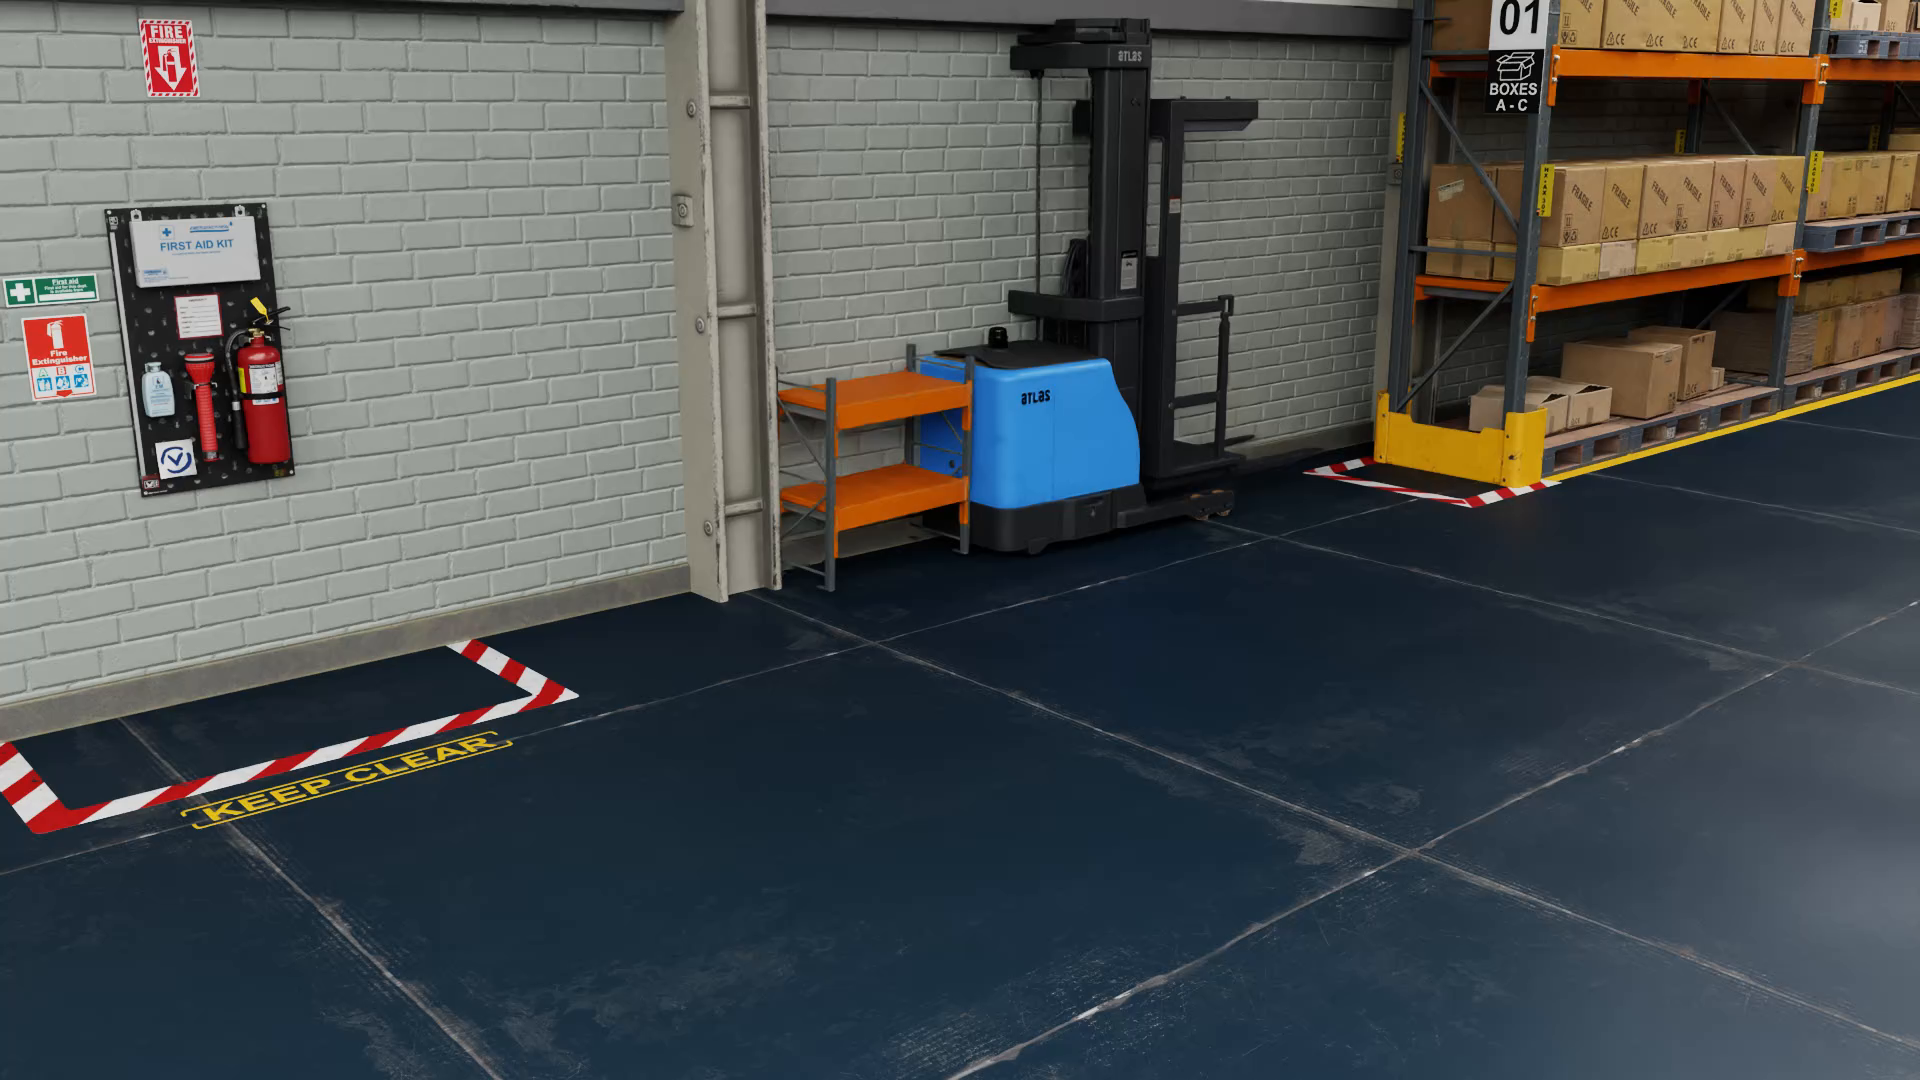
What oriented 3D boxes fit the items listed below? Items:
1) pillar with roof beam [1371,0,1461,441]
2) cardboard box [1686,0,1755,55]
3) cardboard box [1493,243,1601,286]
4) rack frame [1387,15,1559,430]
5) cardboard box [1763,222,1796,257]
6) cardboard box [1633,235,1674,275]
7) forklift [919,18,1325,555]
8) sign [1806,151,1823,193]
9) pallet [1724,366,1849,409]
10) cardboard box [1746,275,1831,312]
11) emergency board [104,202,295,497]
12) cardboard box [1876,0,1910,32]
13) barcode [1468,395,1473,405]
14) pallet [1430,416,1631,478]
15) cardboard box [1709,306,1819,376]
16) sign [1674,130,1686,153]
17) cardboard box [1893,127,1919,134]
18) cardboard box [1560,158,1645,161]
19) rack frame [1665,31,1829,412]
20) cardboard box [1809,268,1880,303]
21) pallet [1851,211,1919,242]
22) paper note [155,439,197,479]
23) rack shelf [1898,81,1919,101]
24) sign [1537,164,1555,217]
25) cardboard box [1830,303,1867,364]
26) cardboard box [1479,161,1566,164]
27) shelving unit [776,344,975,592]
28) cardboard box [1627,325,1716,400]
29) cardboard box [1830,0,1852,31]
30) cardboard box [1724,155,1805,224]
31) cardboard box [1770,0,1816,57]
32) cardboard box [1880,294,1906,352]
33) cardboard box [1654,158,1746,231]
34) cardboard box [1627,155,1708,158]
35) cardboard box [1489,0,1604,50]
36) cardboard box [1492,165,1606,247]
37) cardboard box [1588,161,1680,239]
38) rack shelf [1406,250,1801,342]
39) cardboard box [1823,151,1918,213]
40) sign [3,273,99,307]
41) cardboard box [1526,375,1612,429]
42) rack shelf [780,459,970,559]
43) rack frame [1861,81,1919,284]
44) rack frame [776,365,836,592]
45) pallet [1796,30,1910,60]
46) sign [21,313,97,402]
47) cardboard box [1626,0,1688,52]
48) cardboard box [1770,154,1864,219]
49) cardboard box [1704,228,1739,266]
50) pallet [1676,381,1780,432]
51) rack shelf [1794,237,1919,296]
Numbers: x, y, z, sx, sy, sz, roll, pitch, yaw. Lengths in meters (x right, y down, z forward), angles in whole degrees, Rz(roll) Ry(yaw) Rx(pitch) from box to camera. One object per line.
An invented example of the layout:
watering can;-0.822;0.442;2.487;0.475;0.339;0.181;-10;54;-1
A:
pillar with roof beam;6.166;-4.267;8.286;0.400;9.000;9.100;-13;19;-39
cardboard box;5.396;-3.786;12.067;0.500;0.500;0.500;-14;20;-41
cardboard box;3.957;-1.878;11.218;0.500;0.250;0.500;-13;20;-41
rack frame;3.380;-1.919;11.124;0.127;3.000;1.000;-13;19;-39
cardboard box;6.239;-2.395;13.156;0.500;0.250;0.500;-13;19;-39
cardboard box;4.727;-2.053;11.877;0.500;0.250;0.500;-13;20;-40
forklift;1.076;-1.624;10.149;3.031;2.935;1.130;-12;19;-38
sign;6.759;-2.911;13.158;0.005;0.325;0.100;-13;19;-39
pallet;6.984;-1.382;14.515;1.213;0.211;1.003;-13;19;-39
cardboard box;7.272;-2.167;14.590;0.500;0.250;0.500;-13;20;-41
emergency board;-3.075;-0.779;6.853;0.643;1.169;0.194;-13;19;-39
cardboard box;7.793;-4.583;14.277;0.500;0.500;0.500;-14;20;-41
barcode;3.712;-1.018;12.089;0.075;0.075;0.001;-13;19;-39
pallet;4.073;-0.716;12.021;1.213;0.211;1.003;-13;19;-39
cardboard box;6.942;-1.730;14.405;0.500;0.500;0.700;-12;19;-38
sign;6.030;-3.264;13.913;0.005;0.325;0.100;-13;19;-39
cardboard box;9.587;-3.966;16.523;0.500;0.250;0.500;-12;19;-38
cardboard box;4.749;-2.597;12.460;0.500;0.500;0.500;-12;19;-39
rack frame;6.397;-2.597;13.660;0.127;3.000;1.000;-13;19;-39
cardboard box;8.050;-2.337;15.226;0.500;0.250;0.500;-13;20;-40
pallet;7.949;-2.839;14.937;1.213;0.211;1.003;-13;19;-39
paper note;-3.254;-0.337;6.905;0.142;0.148;0.016;-13;19;-39
rack shelf;10.924;-4.715;17.171;4.000;0.370;1.077;-13;19;-39
sign;3.736;-2.232;10.616;0.005;0.325;0.100;-13;19;-39
cardboard box;7.710;-1.906;15.063;0.500;0.500;0.700;-12;19;-39
cardboard box;3.982;-2.424;11.809;0.500;0.500;0.500;-12;19;-39
shelving unit;-0.476;-0.419;9.023;0.538;1.125;1.048;17;22;41
cardboard box;5.641;-1.418;13.239;0.500;0.500;0.500;14;21;43
cardboard box;6.862;-4.375;13.495;0.500;0.500;0.500;-9;18;-32
cardboard box;6.244;-2.756;13.055;0.500;0.500;0.500;-13;20;-39
cardboard box;6.177;-3.970;12.756;0.500;0.500;0.500;-12;19;-38
cardboard box;8.441;-2.083;15.726;0.500;0.500;0.700;-13;20;-39
cardboard box;5.484;-2.587;12.423;0.500;0.500;0.500;-13;20;-41
cardboard box;5.513;-2.771;13.109;0.500;0.500;0.500;-13;20;-40
cardboard box;3.796;-3.435;10.751;0.500;0.500;0.500;-12;19;-38
cardboard box;3.937;-2.241;11.127;0.500;0.500;0.500;-13;19;-39
cardboard box;4.711;-2.409;11.757;0.500;0.500;0.500;-13;20;-41
rack shelf;4.889;-1.911;12.485;4.000;0.370;1.077;-13;19;-39
cardboard box;8.142;-3.239;15.016;0.500;0.500;0.700;-13;19;-39
sign;-3.551;-0.978;6.501;0.331;0.109;0.001;-13;19;-39
cardboard box;4.391;-1.029;12.148;0.500;0.311;0.500;-11;18;-35
rack shelf;-0.483;-0.185;9.092;0.538;0.278;1.000;17;22;41
rack frame;9.415;-3.275;16.197;0.127;3.000;1.000;-13;19;-39
rack frame;-0.828;-0.325;8.668;0.500;1.125;0.032;17;22;41
pallet;6.933;-4.039;13.611;1.003;0.211;1.213;-13;19;-39
sign;-3.560;-0.722;6.573;0.234;0.329;0.001;-13;19;-39
cardboard box;4.614;-3.607;11.398;0.500;0.500;0.500;-12;19;-37
cardboard box;7.230;-3.031;14.238;0.500;0.500;0.700;-10;18;-34
cardboard box;5.489;-2.224;12.516;0.500;0.250;0.500;-13;20;-40
pallet;5.914;-1.129;13.568;1.213;0.211;1.003;-13;19;-39
rack shelf;7.906;-2.588;15.022;4.000;0.370;1.077;-13;19;-39
